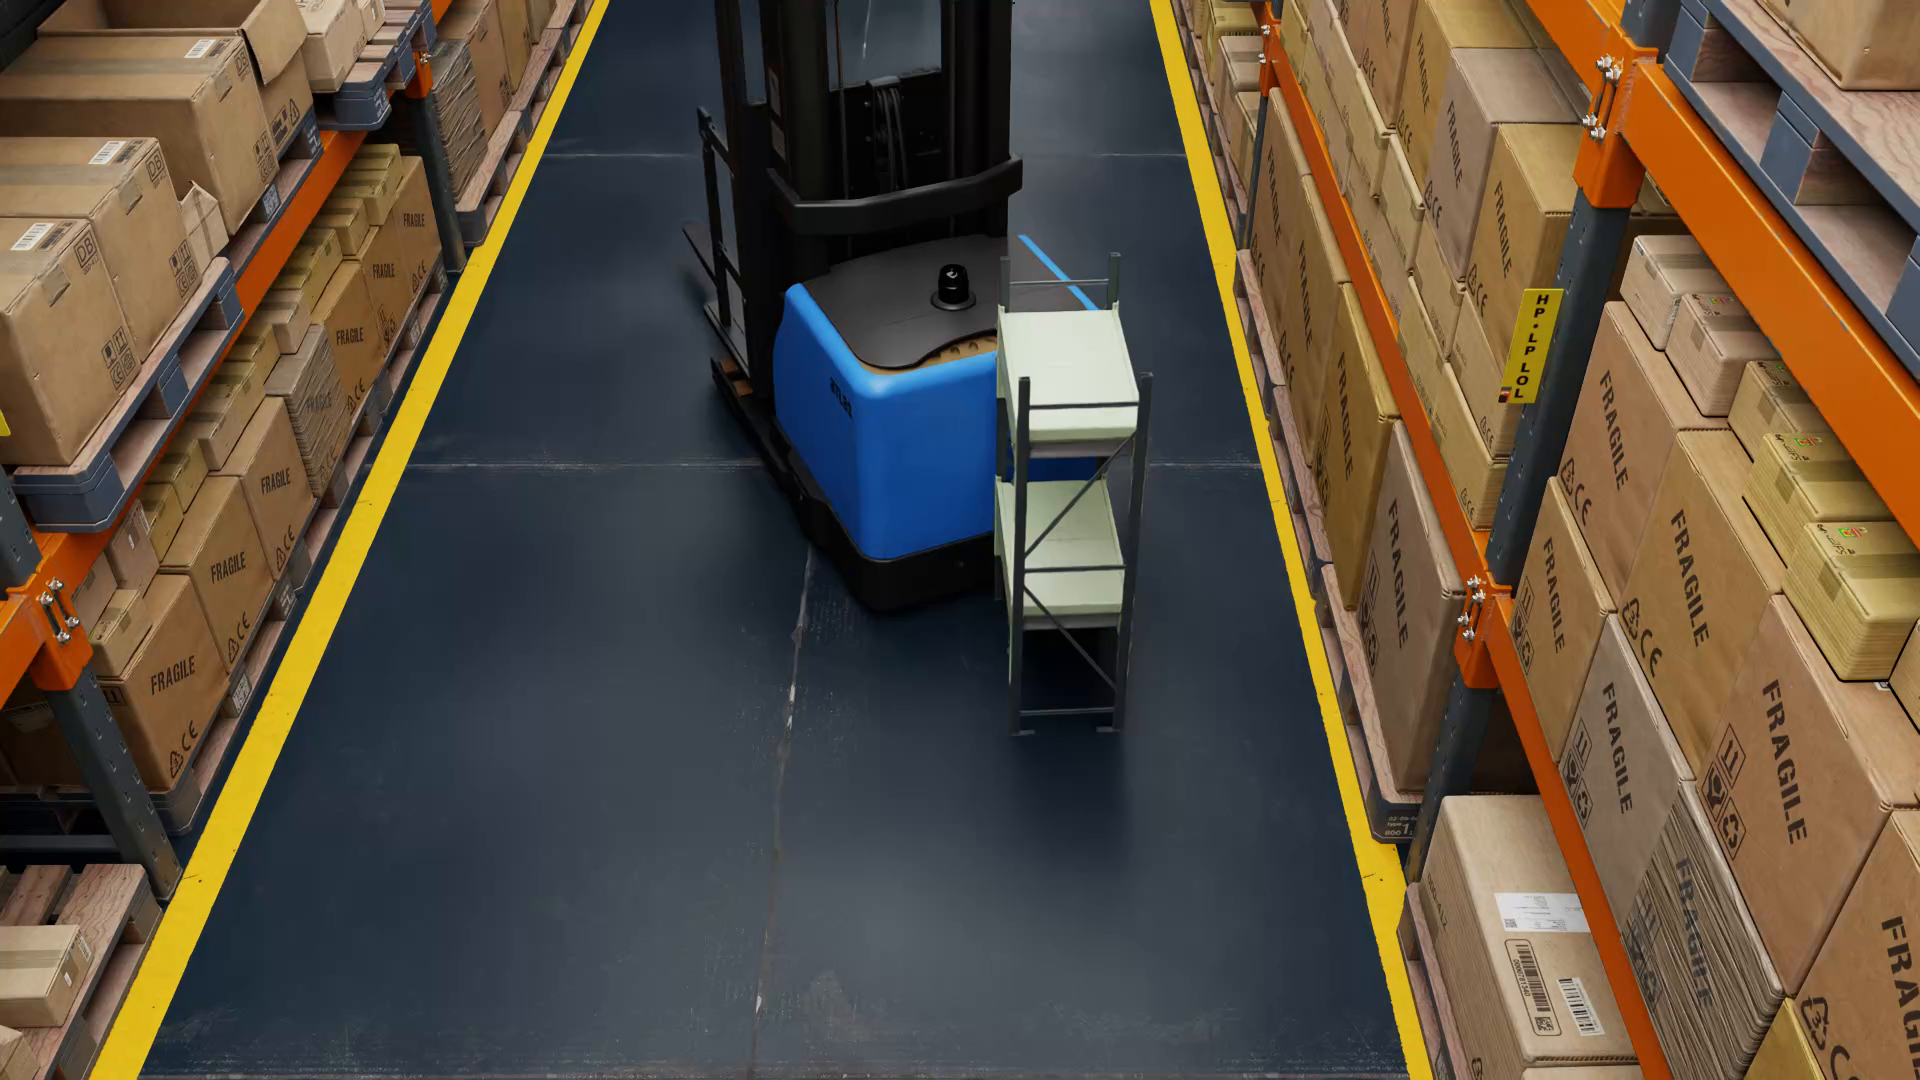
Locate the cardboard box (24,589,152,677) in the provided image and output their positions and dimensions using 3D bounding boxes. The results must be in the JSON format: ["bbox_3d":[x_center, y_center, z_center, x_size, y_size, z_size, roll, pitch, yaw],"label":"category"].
[{"bbox_3d":[-2.755,0.282,5.144,0.380,0.149,0.250,2,39,2],"label":"cardboard box"}]

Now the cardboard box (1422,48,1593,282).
[{"bbox_3d":[1.684,-1.090,4.832,0.500,0.500,0.500,1,39,1],"label":"cardboard box"}]

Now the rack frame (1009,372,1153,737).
[{"bbox_3d":[0.375,0.098,5.429,0.400,1.500,0.023,-2,39,-3],"label":"rack frame"}]

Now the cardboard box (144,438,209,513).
[{"bbox_3d":[-2.858,-0.223,5.774,0.380,0.149,0.250,-1,39,-1],"label":"cardboard box"}]

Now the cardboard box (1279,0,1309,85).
[{"bbox_3d":[1.688,-2.194,7.210,0.500,0.250,0.500,-1,39,-1],"label":"cardboard box"}]

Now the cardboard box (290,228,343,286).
[{"bbox_3d":[-2.829,-1.186,6.975,0.380,0.149,0.250,1,39,1],"label":"cardboard box"}]

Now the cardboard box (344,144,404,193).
[{"bbox_3d":[-2.771,-1.686,7.600,0.380,0.149,0.250,-2,39,-2],"label":"cardboard box"}]

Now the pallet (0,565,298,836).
[{"bbox_3d":[-3.059,0.528,5.923,1.003,0.211,1.213,0,39,0],"label":"pallet"}]

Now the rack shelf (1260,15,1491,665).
[{"bbox_3d":[1.941,-1.028,6.209,1.077,0.370,4.000,0,39,0],"label":"rack shelf"}]

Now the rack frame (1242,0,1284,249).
[{"bbox_3d":[1.939,-2.559,7.545,1.000,3.000,0.127,0,39,0],"label":"rack frame"}]

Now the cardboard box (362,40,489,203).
[{"bbox_3d":[-3.012,-2.181,8.635,0.875,0.625,0.625,1,39,1],"label":"cardboard box"}]

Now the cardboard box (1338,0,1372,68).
[{"bbox_3d":[1.690,-2.046,6.025,0.500,0.500,0.500,1,39,1],"label":"cardboard box"}]

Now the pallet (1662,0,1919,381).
[{"bbox_3d":[1.934,-0.682,2.875,1.003,0.211,1.213,0,39,0],"label":"pallet"}]

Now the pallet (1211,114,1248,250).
[{"bbox_3d":[1.939,-1.960,9.027,1.003,0.211,1.213,0,39,0],"label":"pallet"}]

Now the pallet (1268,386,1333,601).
[{"bbox_3d":[1.863,-0.217,6.852,1.003,0.211,1.213,0,39,0],"label":"pallet"}]

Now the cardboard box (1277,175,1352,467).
[{"bbox_3d":[1.853,-0.904,6.843,0.875,0.875,0.875,0,39,1],"label":"cardboard box"}]

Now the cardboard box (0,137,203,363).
[{"bbox_3d":[-2.798,-0.881,5.035,0.700,0.500,0.500,0,39,0],"label":"cardboard box"}]

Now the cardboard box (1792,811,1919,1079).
[{"bbox_3d":[1.683,0.763,2.520,0.500,0.500,0.500,0,39,0],"label":"cardboard box"}]

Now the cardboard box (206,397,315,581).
[{"bbox_3d":[-2.803,-0.188,6.249,0.500,0.500,0.500,-1,39,-1],"label":"cardboard box"}]

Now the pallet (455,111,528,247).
[{"bbox_3d":[-2.987,-1.980,9.052,1.003,0.211,1.213,0,39,0],"label":"pallet"}]

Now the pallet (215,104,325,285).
[{"bbox_3d":[-3.018,-1.262,6.080,1.003,0.211,1.213,0,39,0],"label":"pallet"}]

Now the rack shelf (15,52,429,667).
[{"bbox_3d":[-3.023,-1.022,6.202,1.077,0.370,4.000,0,39,0],"label":"rack shelf"}]

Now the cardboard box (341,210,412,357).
[{"bbox_3d":[-2.820,-1.164,7.467,0.500,0.500,0.500,-1,39,-1],"label":"cardboard box"}]

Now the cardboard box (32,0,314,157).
[{"bbox_3d":[-2.838,-1.737,6.100,0.797,0.503,0.637,-1,39,-1],"label":"cardboard box"}]

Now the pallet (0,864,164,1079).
[{"bbox_3d":[-3.021,1.466,4.752,1.003,0.211,1.213,0,39,0],"label":"pallet"}]

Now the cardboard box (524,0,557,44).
[{"bbox_3d":[-3.025,-3.480,10.257,0.875,0.625,0.625,0,39,0],"label":"cardboard box"}]

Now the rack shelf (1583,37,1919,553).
[{"bbox_3d":[1.945,0.303,2.150,1.077,0.370,4.000,0,39,0],"label":"rack shelf"}]

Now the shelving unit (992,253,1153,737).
[{"bbox_3d":[0.354,-0.131,5.714,0.431,1.500,0.755,-2,39,-3],"label":"shelving unit"}]

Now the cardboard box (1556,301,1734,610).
[{"bbox_3d":[1.701,-0.189,3.708,0.500,0.500,0.500,0,39,0],"label":"cardboard box"}]

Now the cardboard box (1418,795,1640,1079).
[{"bbox_3d":[1.837,1.171,4.603,0.875,0.438,0.875,-1,39,-1],"label":"cardboard box"}]

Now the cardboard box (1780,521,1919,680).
[{"bbox_3d":[1.653,0.099,2.829,0.380,0.149,0.250,-1,39,-1],"label":"cardboard box"}]

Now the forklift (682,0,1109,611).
[{"bbox_3d":[-0.478,-1.796,6.647,1.130,2.935,3.031,-16,41,-19],"label":"forklift"}]

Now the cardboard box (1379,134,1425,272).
[{"bbox_3d":[1.685,-1.106,5.452,0.500,0.250,0.500,1,39,1],"label":"cardboard box"}]

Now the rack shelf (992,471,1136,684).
[{"bbox_3d":[0.354,0.124,5.918,0.431,0.370,0.720,-2,39,-3],"label":"rack shelf"}]

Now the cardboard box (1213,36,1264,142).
[{"bbox_3d":[1.939,-2.512,9.252,0.950,0.372,0.625,-1,39,-1],"label":"cardboard box"}]

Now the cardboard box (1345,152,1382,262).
[{"bbox_3d":[1.705,-1.237,6.014,0.500,0.250,0.500,0,39,0],"label":"cardboard box"}]

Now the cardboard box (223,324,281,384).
[{"bbox_3d":[-2.848,-0.703,6.373,0.380,0.149,0.250,0,39,0],"label":"cardboard box"}]

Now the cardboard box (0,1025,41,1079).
[{"bbox_3d":[-2.726,1.423,4.427,0.396,0.266,0.258,1,39,2],"label":"cardboard box"}]

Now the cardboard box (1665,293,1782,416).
[{"bbox_3d":[1.700,-0.382,3.430,0.380,0.149,0.250,1,39,1],"label":"cardboard box"}]

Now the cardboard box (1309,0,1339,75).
[{"bbox_3d":[1.692,-2.055,6.636,0.500,0.250,0.500,1,39,1],"label":"cardboard box"}]

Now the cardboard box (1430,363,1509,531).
[{"bbox_3d":[1.691,-0.280,4.820,0.500,0.250,0.500,-1,39,-1],"label":"cardboard box"}]

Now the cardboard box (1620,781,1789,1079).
[{"bbox_3d":[1.672,0.823,3.245,0.500,0.500,0.500,0,39,0],"label":"cardboard box"}]
